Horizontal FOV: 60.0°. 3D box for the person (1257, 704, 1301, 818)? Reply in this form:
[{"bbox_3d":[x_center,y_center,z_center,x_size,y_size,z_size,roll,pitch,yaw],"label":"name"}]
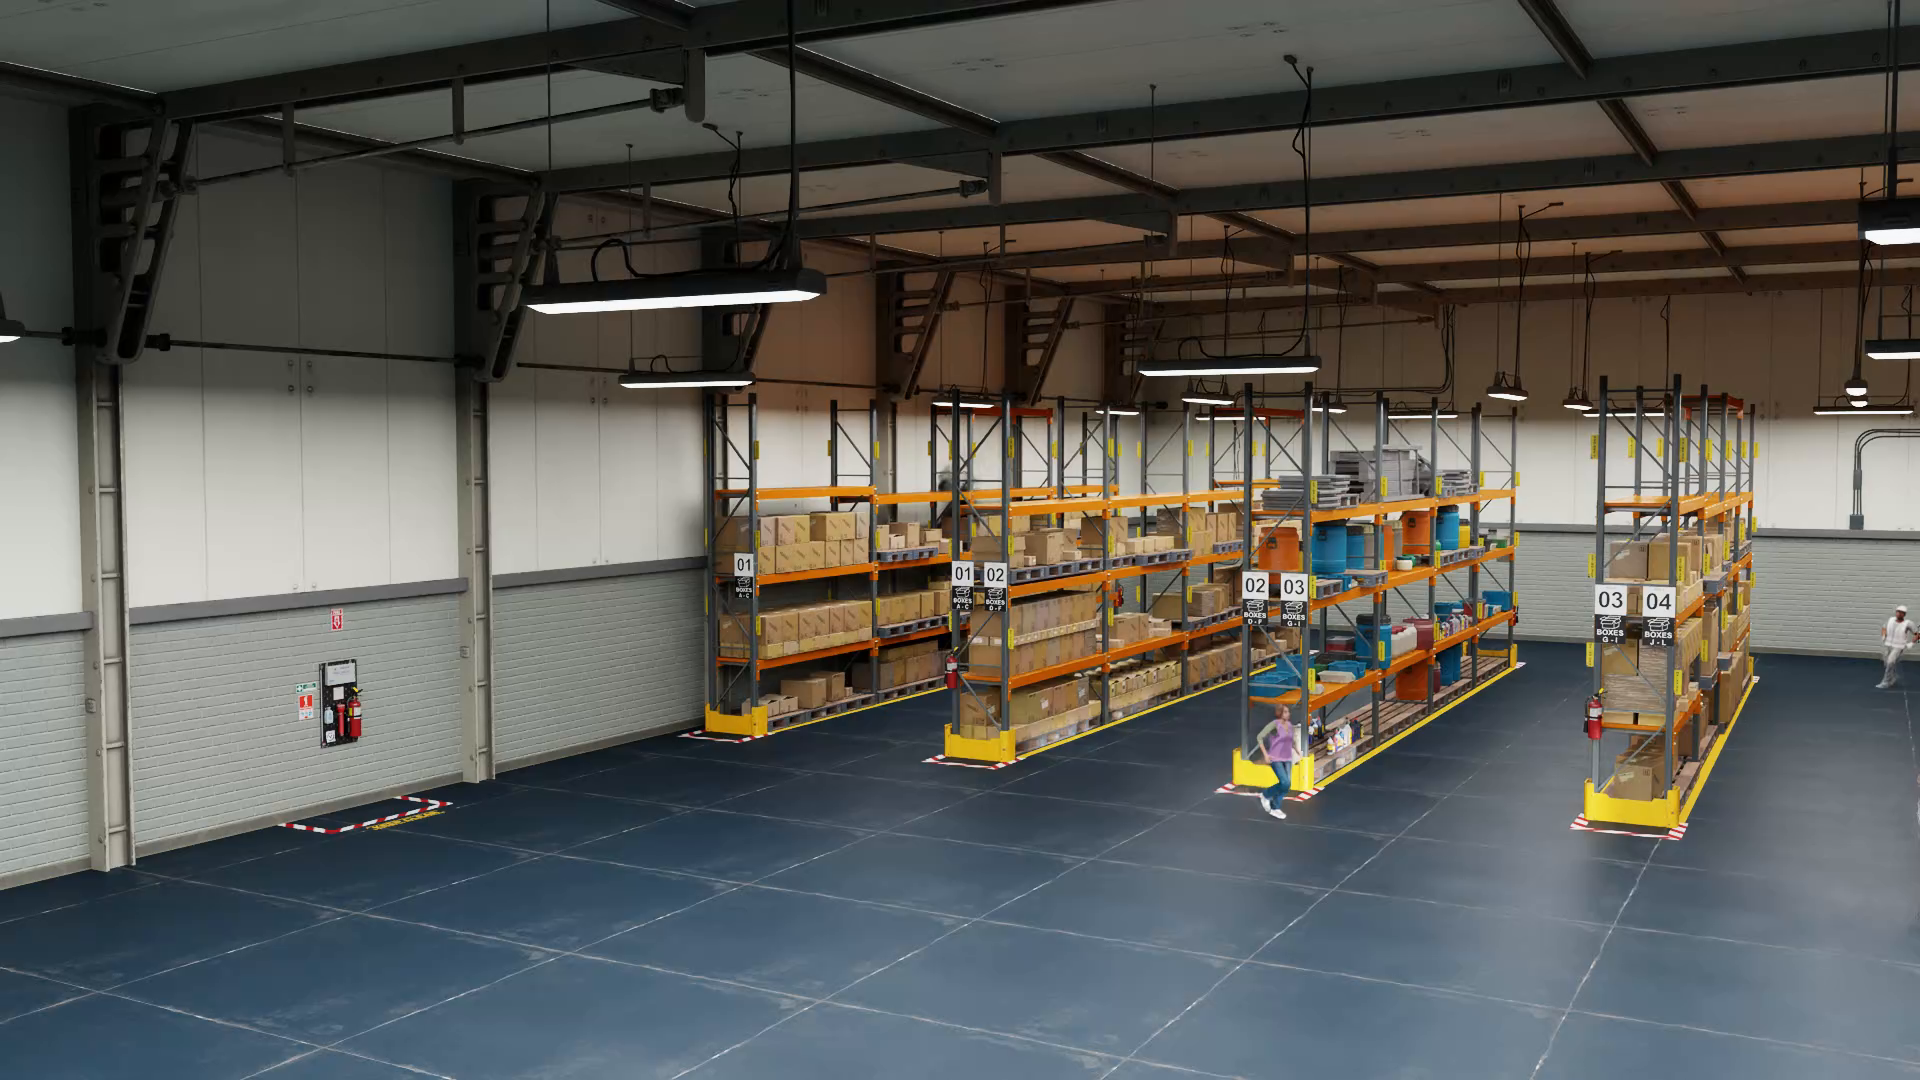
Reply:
[{"bbox_3d":[4.352,3.005,22.593,0.568,1.564,0.562,-2,4,-35],"label":"person"}]

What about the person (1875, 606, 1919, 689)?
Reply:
[{"bbox_3d":[19.606,2.243,34.801,0.834,1.748,0.738,-2,4,-31],"label":"person"}]

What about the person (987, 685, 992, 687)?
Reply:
[{"bbox_3d":[0.745,2.476,31.581,0.593,1.626,0.567,1,3,22],"label":"person"}]
